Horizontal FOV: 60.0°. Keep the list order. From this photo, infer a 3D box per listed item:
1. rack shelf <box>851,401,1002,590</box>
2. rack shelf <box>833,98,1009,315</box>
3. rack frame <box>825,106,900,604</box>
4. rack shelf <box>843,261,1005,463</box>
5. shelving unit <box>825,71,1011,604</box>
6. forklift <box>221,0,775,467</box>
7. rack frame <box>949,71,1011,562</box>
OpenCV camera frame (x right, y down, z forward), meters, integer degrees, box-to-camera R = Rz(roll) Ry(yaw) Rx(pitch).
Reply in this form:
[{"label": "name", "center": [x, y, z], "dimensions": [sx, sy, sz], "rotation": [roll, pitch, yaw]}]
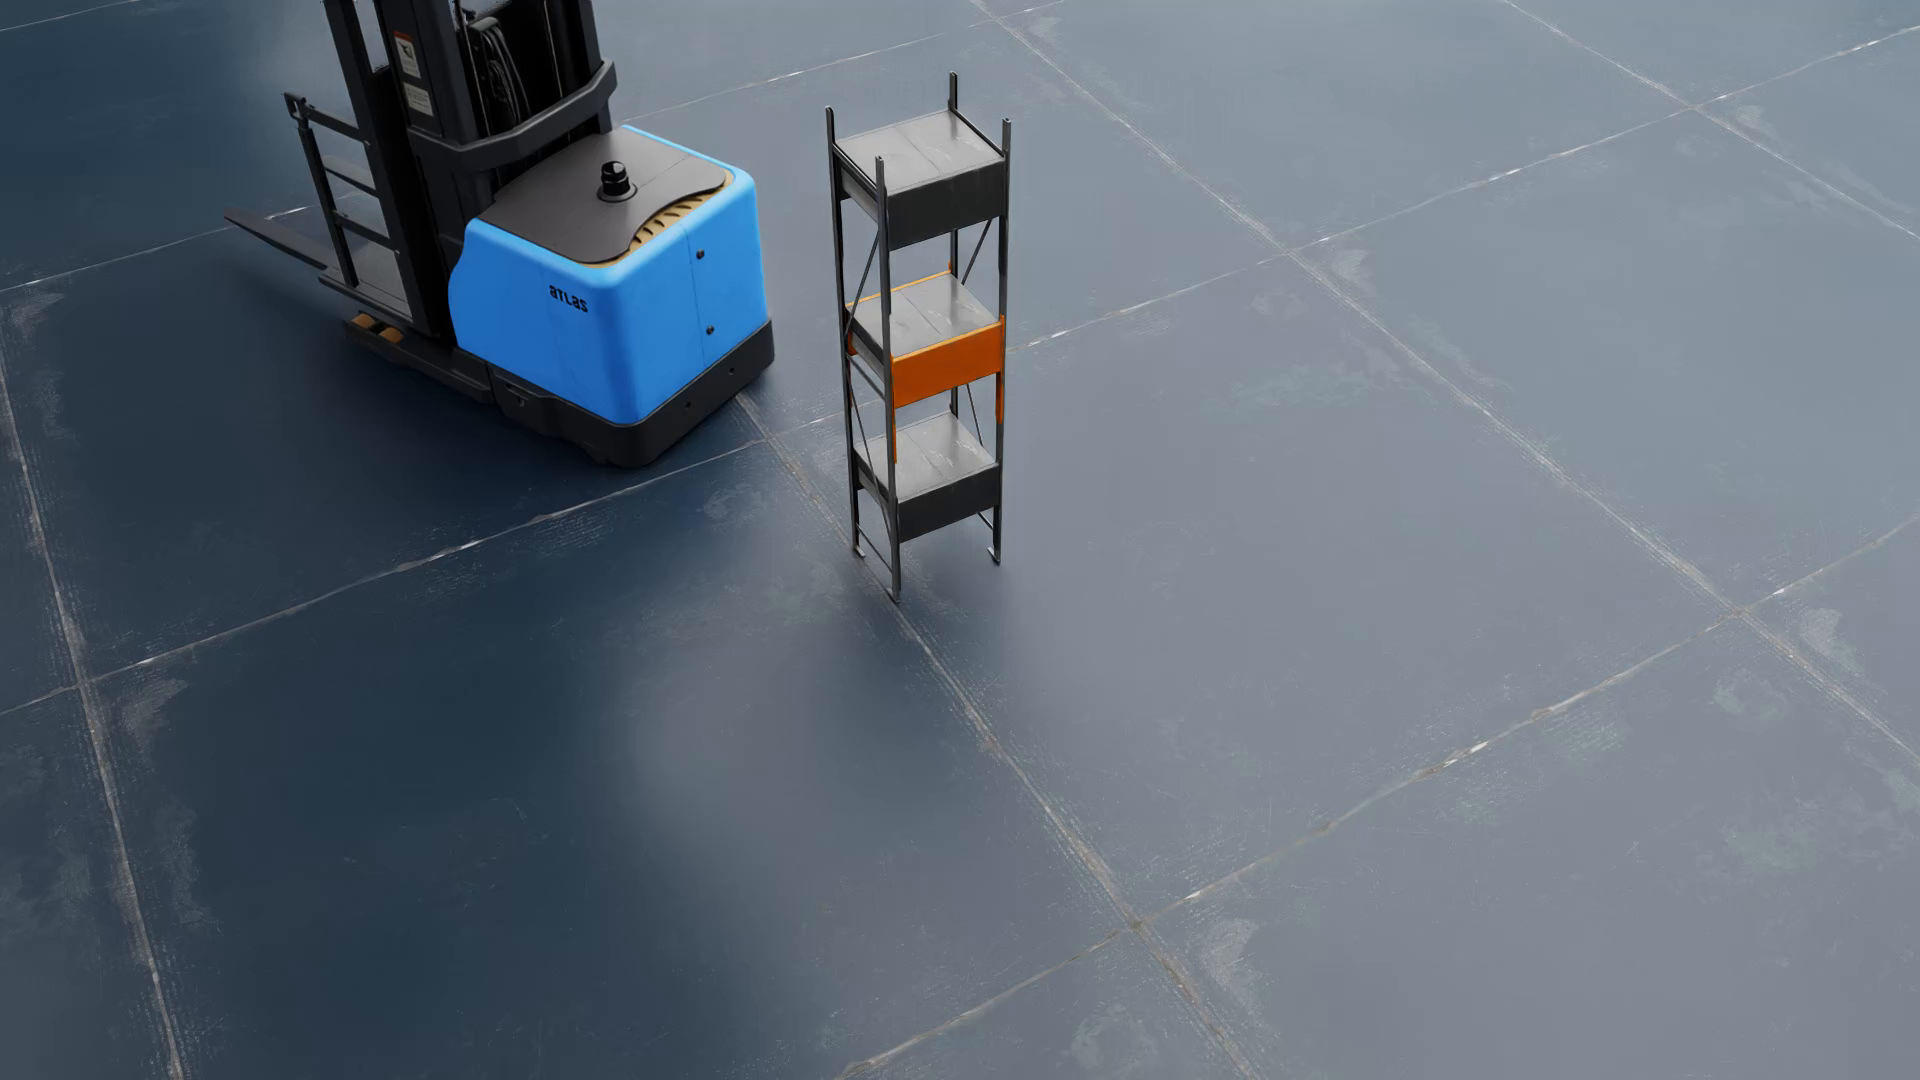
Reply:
[{"label": "rack shelf", "center": [-0.144, -0.184, 6.886], "dimensions": [0.480, 0.518, 0.431], "rotation": [-22, 48, -21]}, {"label": "rack shelf", "center": [-0.144, -1.189, 5.911], "dimensions": [0.480, 0.518, 0.431], "rotation": [-22, 48, -21]}, {"label": "rack frame", "center": [-0.355, -0.611, 6.302], "dimensions": [0.015, 2.100, 0.400], "rotation": [-22, 48, -21]}, {"label": "rack shelf", "center": [-0.144, -0.686, 6.398], "dimensions": [0.480, 0.518, 0.431], "rotation": [-22, 48, -21]}, {"label": "shelving unit", "center": [-0.144, -0.696, 6.389], "dimensions": [0.503, 2.100, 0.431], "rotation": [-22, 48, -21]}, {"label": "forklift", "center": [-2.392, -2.190, 7.331], "dimensions": [3.031, 2.935, 1.130], "rotation": [25, 50, 24]}, {"label": "rack frame", "center": [0.068, -0.781, 6.476], "dimensions": [0.015, 2.100, 0.400], "rotation": [-22, 48, -21]}]
